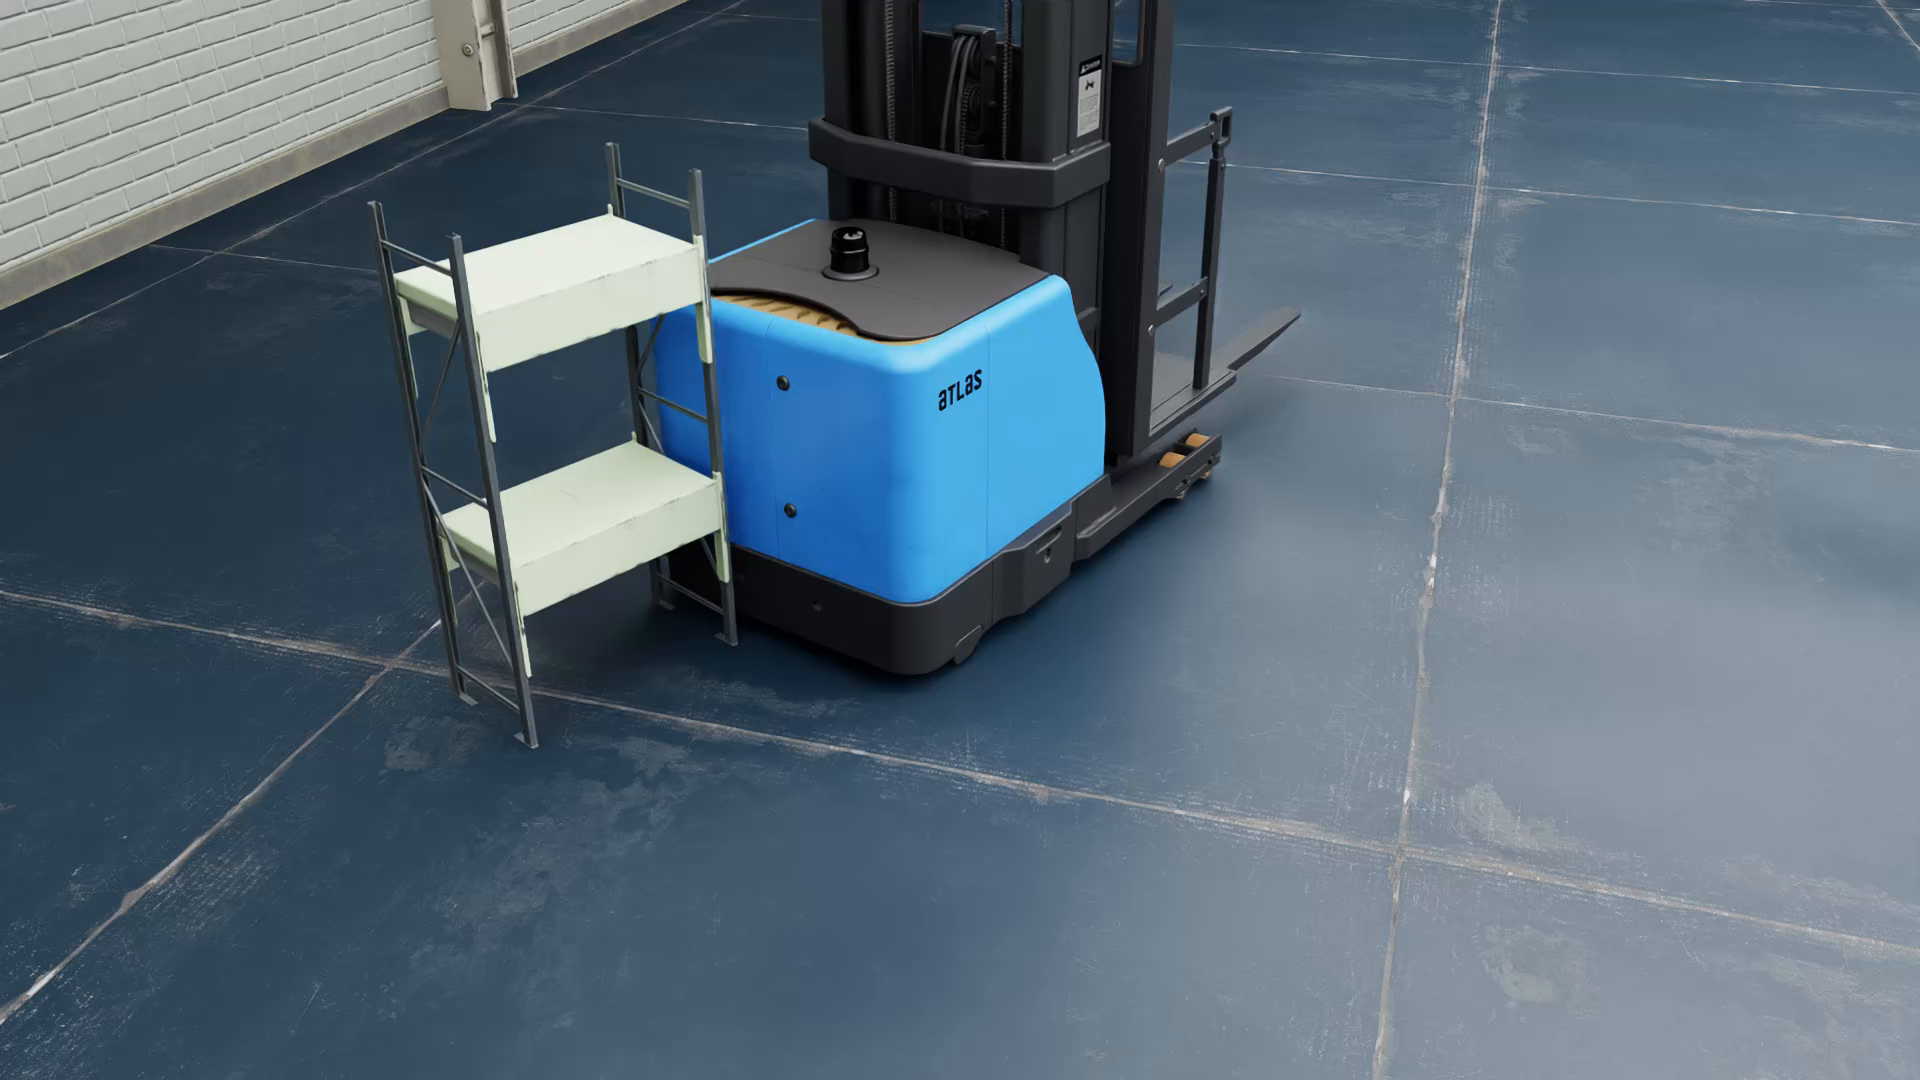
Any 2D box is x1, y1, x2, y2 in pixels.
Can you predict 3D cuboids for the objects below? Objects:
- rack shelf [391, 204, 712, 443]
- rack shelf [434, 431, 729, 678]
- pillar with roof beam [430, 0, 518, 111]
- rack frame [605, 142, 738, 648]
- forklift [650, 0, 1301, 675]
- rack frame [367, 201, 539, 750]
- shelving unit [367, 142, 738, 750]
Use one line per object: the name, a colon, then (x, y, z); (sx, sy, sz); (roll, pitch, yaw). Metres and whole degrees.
rack shelf: (-1.093, -0.603, 4.488); (0.431, 0.370, 0.720); (25, 37, 37)
rack shelf: (-1.093, 0.023, 4.837); (0.431, 0.370, 0.720); (25, 37, 37)
pillar with roof beam: (0.977, -6.198, 7.635); (9.100, 9.000, 0.400); (8, 30, 15)
rack frame: (-0.843, -0.392, 4.911); (0.400, 1.500, 0.023); (25, 37, 37)
forklift: (0.312, -1.549, 5.520); (1.130, 2.935, 3.031); (19, 34, 30)
rack frame: (-1.344, -0.132, 4.445); (0.400, 1.500, 0.023); (25, 37, 37)
shelving unit: (-1.093, -0.262, 4.678); (0.431, 1.500, 0.755); (25, 37, 37)
